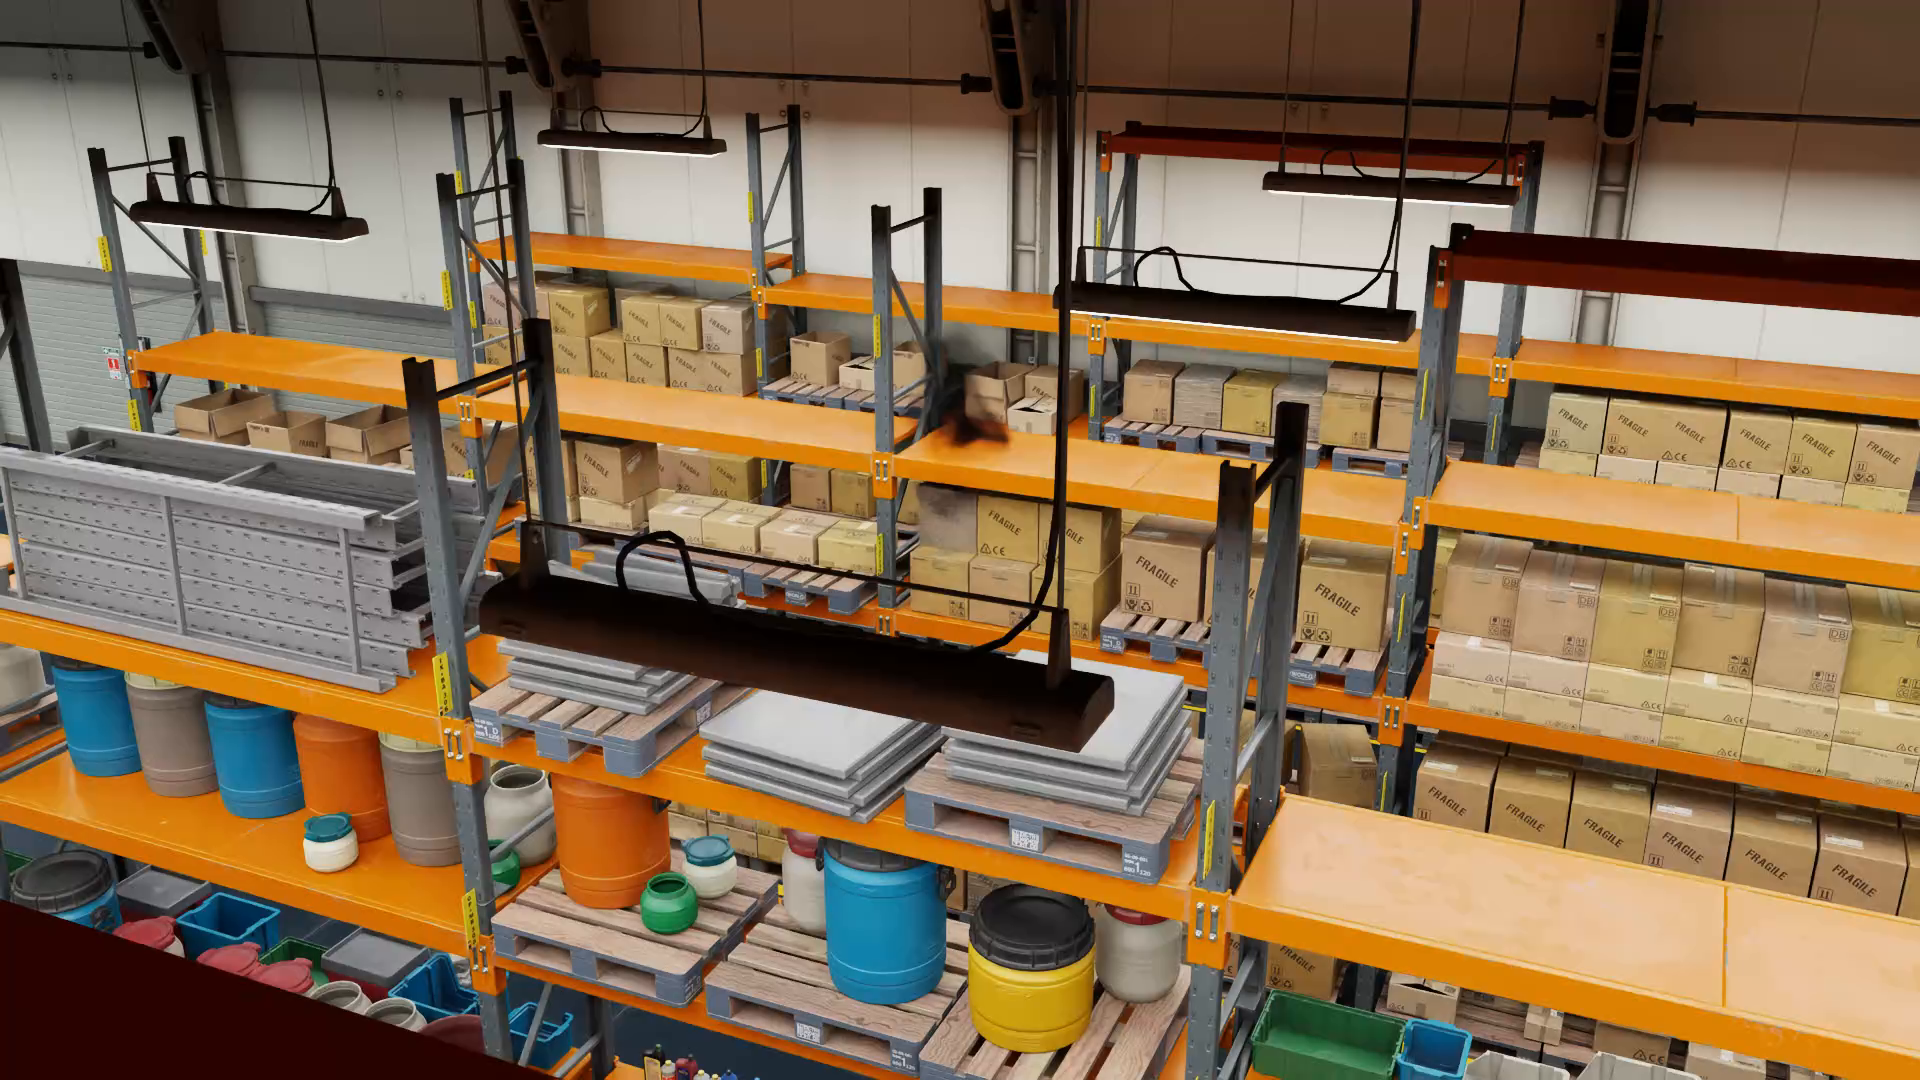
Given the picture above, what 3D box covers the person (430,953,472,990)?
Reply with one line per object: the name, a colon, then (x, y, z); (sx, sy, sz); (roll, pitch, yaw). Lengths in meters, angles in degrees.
person: (-4.049, 2.602, 12.436); (0.652, 1.791, 0.657); (8, 22, 21)
